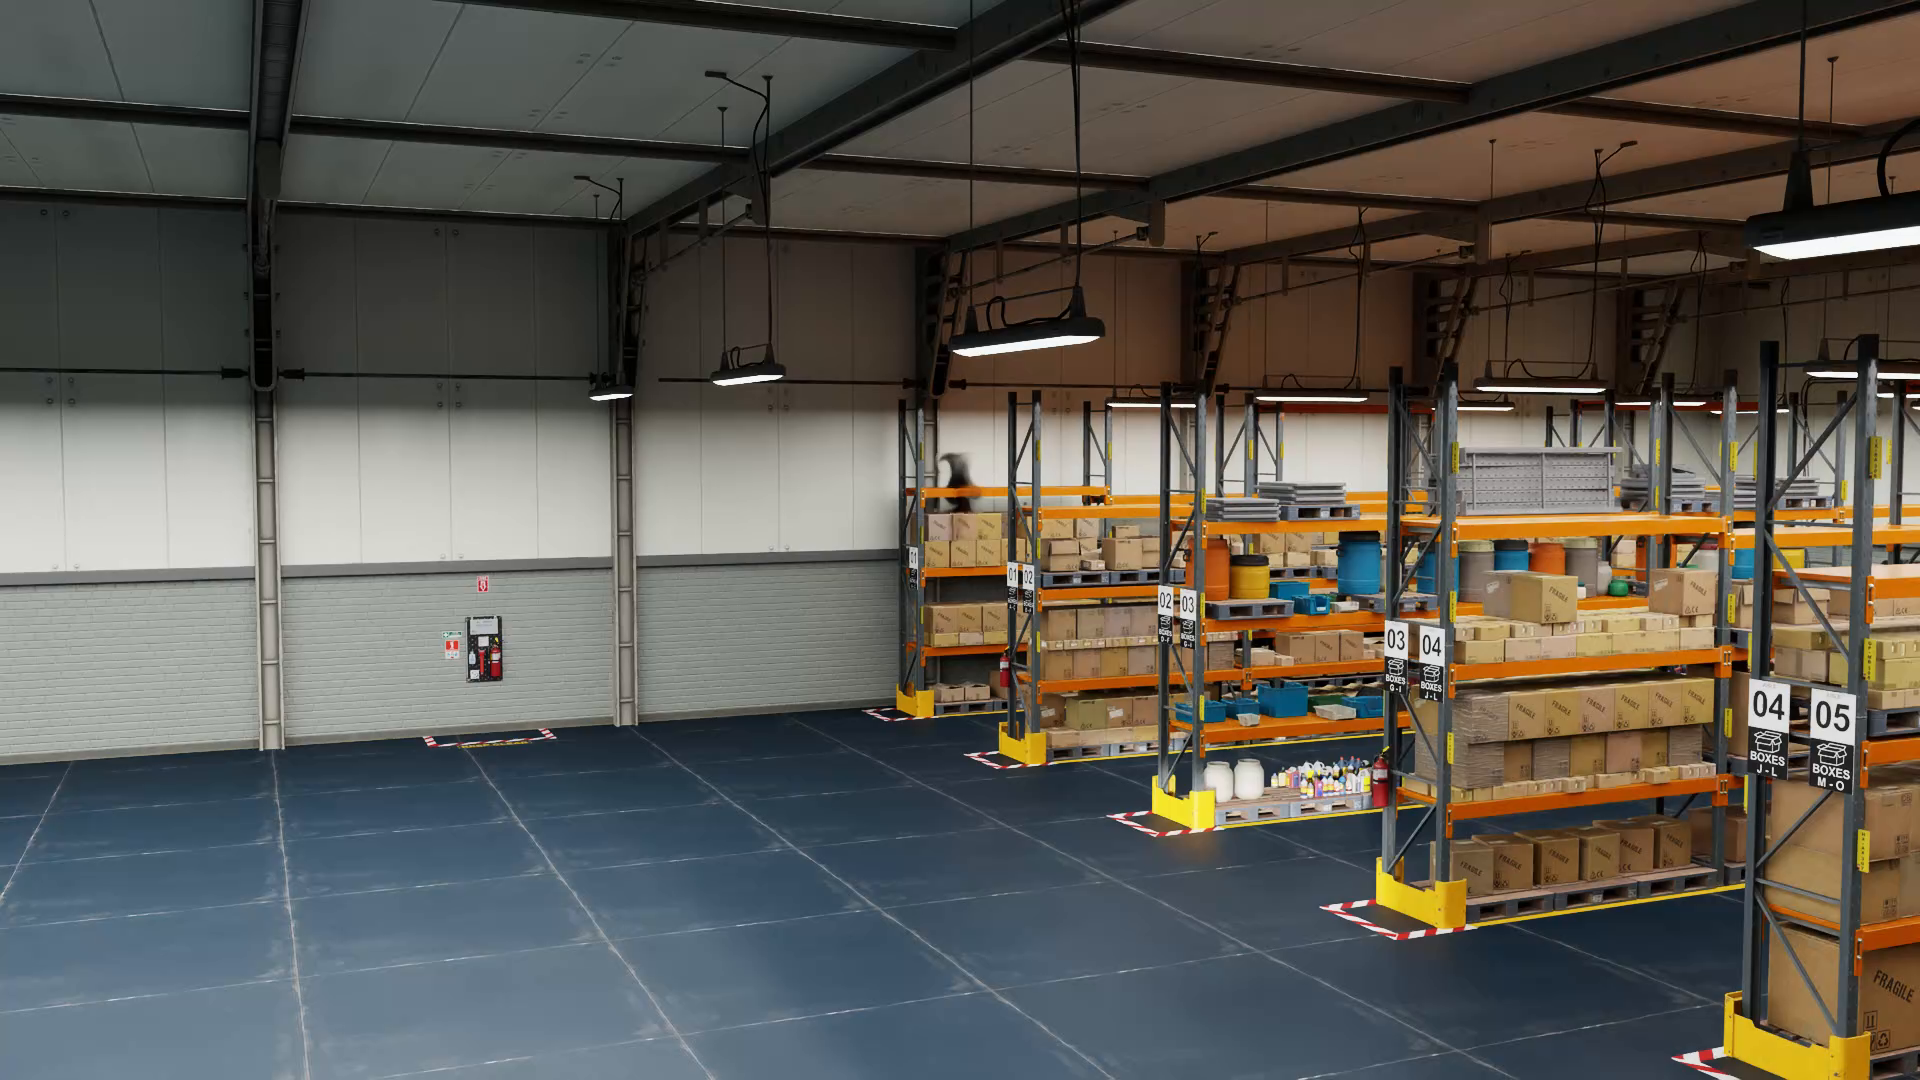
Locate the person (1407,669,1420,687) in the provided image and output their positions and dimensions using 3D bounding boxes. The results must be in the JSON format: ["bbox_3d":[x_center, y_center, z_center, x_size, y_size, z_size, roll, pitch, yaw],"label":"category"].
[{"bbox_3d":[8.833,2.372,32.532,0.649,1.732,0.638,-2,4,-28],"label":"person"}]
